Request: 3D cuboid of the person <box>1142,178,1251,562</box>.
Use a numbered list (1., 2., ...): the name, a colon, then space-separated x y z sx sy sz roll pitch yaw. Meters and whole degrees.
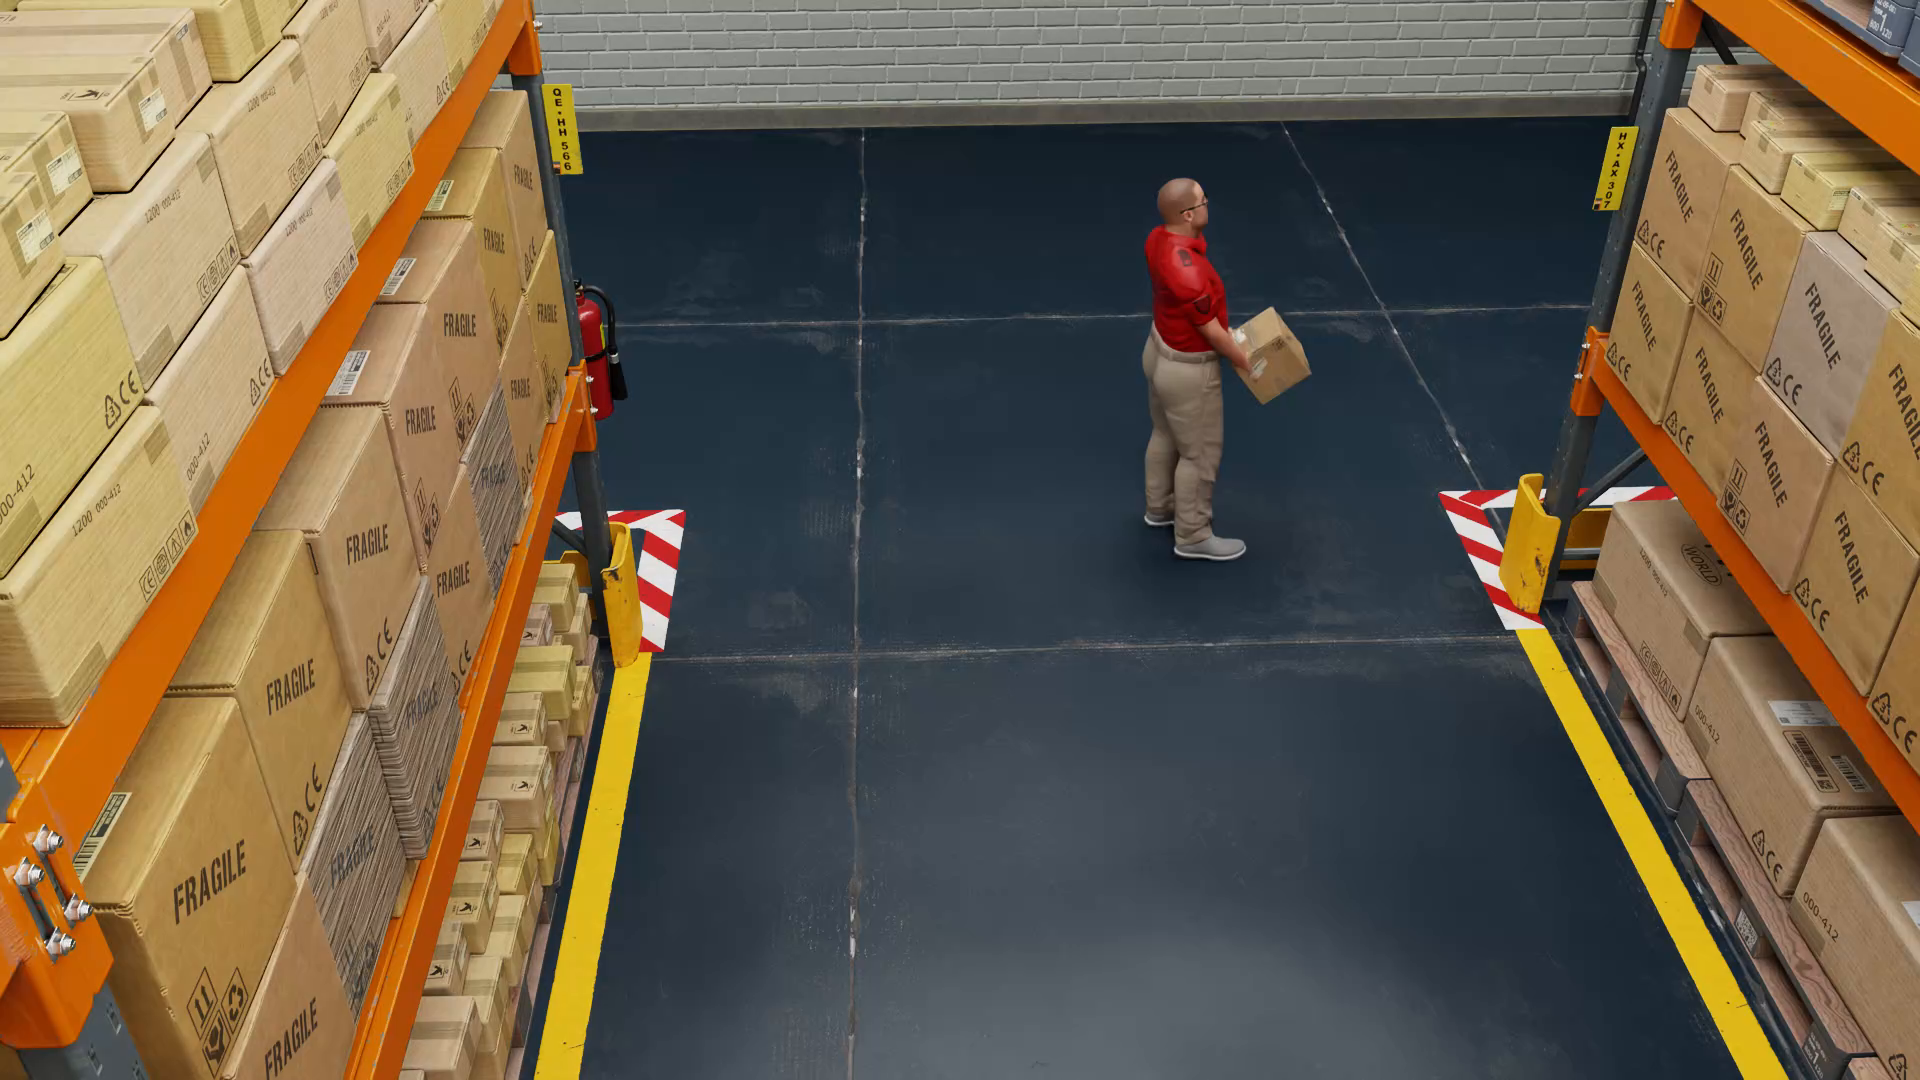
1. person: 1.045 -0.749 7.226 0.507 1.729 0.552 -7 36 -9
